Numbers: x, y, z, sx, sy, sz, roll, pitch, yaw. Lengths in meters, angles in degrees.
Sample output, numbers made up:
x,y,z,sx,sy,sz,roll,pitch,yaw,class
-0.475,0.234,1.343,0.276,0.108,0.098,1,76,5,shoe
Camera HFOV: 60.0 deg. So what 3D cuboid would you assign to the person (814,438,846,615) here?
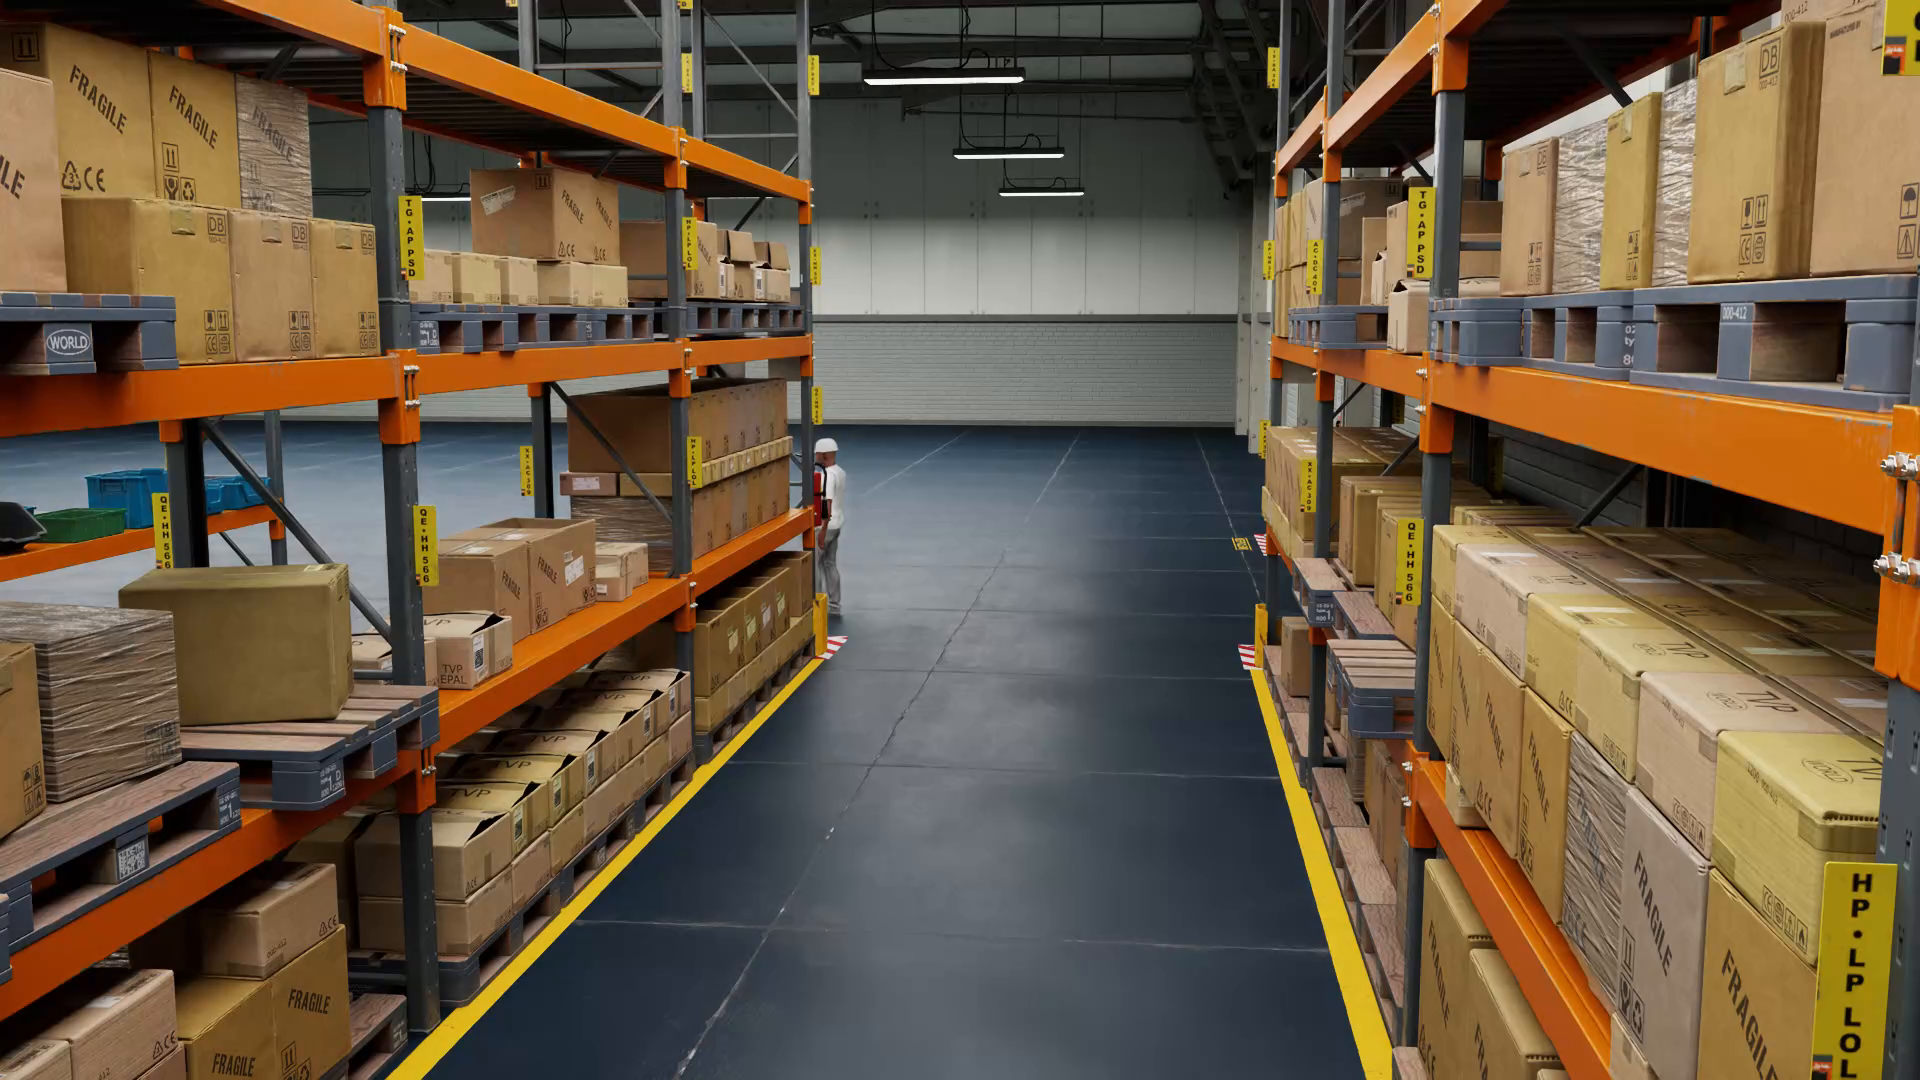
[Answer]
x,y,z,sx,sy,sz,roll,pitch,yaw,class
-1.404,-0.109,16.480,0.519,1.802,0.612,2,8,11,person
